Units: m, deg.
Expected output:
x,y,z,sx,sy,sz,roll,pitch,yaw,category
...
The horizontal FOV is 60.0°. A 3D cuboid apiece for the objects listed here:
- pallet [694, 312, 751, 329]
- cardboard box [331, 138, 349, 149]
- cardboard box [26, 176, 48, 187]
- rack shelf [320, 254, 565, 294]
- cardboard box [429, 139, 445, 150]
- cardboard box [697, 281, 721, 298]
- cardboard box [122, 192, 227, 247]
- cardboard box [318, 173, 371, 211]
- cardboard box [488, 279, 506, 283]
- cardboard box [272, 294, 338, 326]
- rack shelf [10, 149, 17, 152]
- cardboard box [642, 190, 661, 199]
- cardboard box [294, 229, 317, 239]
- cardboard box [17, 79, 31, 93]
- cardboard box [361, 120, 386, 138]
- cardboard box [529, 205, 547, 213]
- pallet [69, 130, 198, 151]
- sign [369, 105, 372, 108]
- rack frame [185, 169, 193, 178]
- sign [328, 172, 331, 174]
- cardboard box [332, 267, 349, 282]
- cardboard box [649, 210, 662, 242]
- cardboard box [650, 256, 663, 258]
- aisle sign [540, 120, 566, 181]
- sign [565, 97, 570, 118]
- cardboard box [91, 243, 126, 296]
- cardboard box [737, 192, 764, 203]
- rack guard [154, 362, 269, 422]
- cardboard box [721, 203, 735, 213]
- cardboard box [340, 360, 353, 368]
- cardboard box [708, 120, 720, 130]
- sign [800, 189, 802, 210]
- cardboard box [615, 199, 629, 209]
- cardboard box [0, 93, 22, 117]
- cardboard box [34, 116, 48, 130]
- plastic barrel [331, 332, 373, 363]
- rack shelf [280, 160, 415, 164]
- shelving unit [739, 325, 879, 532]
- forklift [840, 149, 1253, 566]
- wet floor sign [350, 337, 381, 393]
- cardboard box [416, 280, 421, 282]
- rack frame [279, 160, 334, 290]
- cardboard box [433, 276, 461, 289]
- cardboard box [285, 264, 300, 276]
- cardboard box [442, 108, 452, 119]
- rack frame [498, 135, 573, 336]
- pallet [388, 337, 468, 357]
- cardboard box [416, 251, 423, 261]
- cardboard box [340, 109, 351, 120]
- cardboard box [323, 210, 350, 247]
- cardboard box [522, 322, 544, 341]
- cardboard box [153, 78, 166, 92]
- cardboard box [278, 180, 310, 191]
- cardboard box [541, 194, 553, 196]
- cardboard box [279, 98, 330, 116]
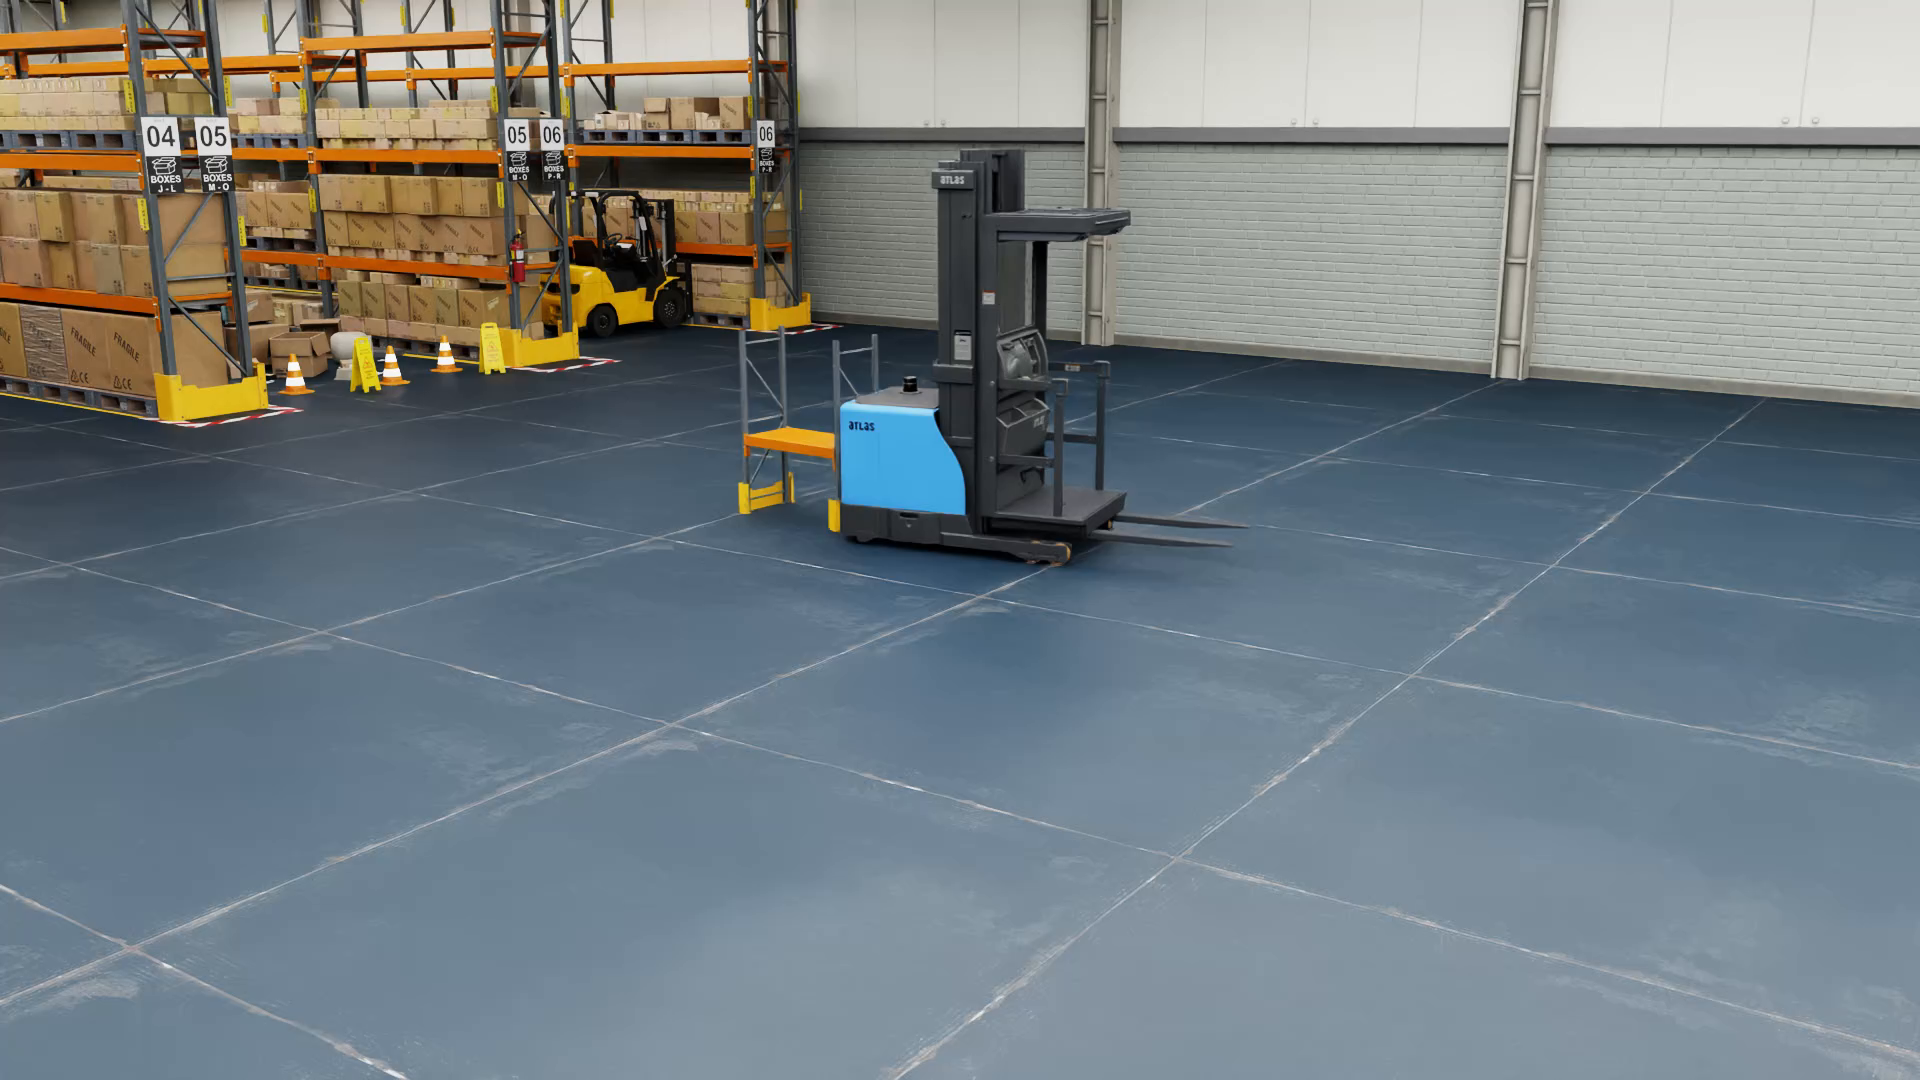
x,y,z,sx,sy,sz,roll,pitch,yaw,category
-3.535,-3.605,26.946,1.213,0.211,1.003,9,17,33,pallet
-8.657,-5.607,23.511,0.250,0.149,0.380,9,17,33,cardboard box
-15.397,-5.901,28.129,0.500,0.500,0.500,9,17,33,cardboard box
-7.304,-3.793,23.400,4.000,0.370,1.077,9,17,33,rack shelf
-6.929,-5.341,22.435,0.250,0.149,0.380,9,17,32,cardboard box
-3.866,-4.048,26.742,0.500,0.250,0.500,9,17,32,cardboard box
-8.610,-3.528,18.273,0.550,0.550,0.875,9,17,33,cardboard box
-8.719,-4.986,23.816,0.500,0.500,0.700,9,17,32,cardboard box
-7.900,-4.725,29.738,0.625,0.625,0.875,8,16,31,cardboard box
-9.999,-3.504,25.331,0.625,0.372,0.950,10,17,36,cardboard box
-17.261,-6.858,29.540,4.000,0.370,1.077,9,17,33,rack shelf
-4.984,-5.649,27.226,0.250,0.149,0.380,9,17,33,cardboard box
-9.545,-4.506,24.433,0.250,0.149,0.380,9,17,34,cardboard box
-10.268,-5.063,18.572,0.250,0.149,0.380,9,17,33,cardboard box
-7.910,-5.687,23.006,0.500,0.250,0.500,9,17,33,cardboard box
-7.177,-5.653,28.688,0.500,0.250,0.500,9,16,31,cardboard box
-8.945,-4.384,18.232,1.213,0.211,1.003,9,17,33,pallet
-8.667,-6.227,24.416,0.005,0.325,0.100,9,17,33,sign
-16.154,-7.010,34.898,0.127,3.000,1.000,9,17,33,rack frame
-12.528,-7.147,33.041,0.005,0.325,0.100,9,17,33,sign
-11.700,-5.217,31.983,0.500,0.500,0.500,9,16,31,cardboard box
-4.706,-5.132,27.103,0.500,0.500,0.500,9,17,33,cardboard box
-5.251,-4.663,28.184,0.500,0.250,0.500,9,16,32,cardboard box
-5.420,-5.189,22.134,0.004,0.787,0.394,9,17,33,aisle sign
-6.491,-7.151,27.494,0.005,0.325,0.100,9,17,33,sign
-9.125,-3.056,18.615,0.550,0.550,0.875,9,17,33,cardboard box
-3.292,-5.378,26.129,0.250,0.149,0.380,9,17,33,cardboard box
-8.303,-1.657,18.476,0.348,0.500,1.175,9,17,33,rack guard
-3.550,-5.246,26.217,0.250,0.149,0.380,9,17,34,cardboard box
-7.859,-2.263,21.655,0.380,0.149,0.250,-7,15,-25,cardboard box
-3.734,-6.501,26.042,0.250,0.149,0.380,9,16,31,cardboard box
-2.563,-5.433,26.560,0.005,0.325,0.100,9,17,33,sign
-5.468,-5.557,27.471,0.250,0.149,0.380,10,17,34,cardboard box
-10.554,-4.933,18.879,0.500,0.250,0.500,9,16,32,cardboard box
-10.054,-4.642,18.529,0.250,0.149,0.380,9,17,33,cardboard box
-8.203,-2.598,22.439,0.512,0.421,0.421,-4,14,-16,plastic barrel
-11.175,-7.312,31.374,4.000,0.370,1.077,9,17,33,rack shelf
-1.222,-0.927,13.446,1.083,1.500,0.587,11,17,37,shelving unit
0.648,-1.377,12.287,3.031,2.935,1.130,6,15,22,forklift
-7.194,-2.121,20.050,0.232,0.644,0.267,6,15,23,wet floor sign
-7.476,-3.482,23.933,0.500,0.500,0.500,10,17,36,cardboard box
-12.835,-6.473,32.731,0.127,3.000,1.000,9,17,33,rack frame
-7.004,-3.548,22.849,0.250,0.149,0.380,10,17,34,cardboard box
-13.251,-5.508,33.552,0.500,0.311,0.500,10,17,35,cardboard box
-6.686,-5.699,22.222,0.250,0.149,0.380,9,17,33,cardboard box
-5.644,-3.874,22.230,0.127,3.000,1.000,9,17,33,rack frame
-7.370,-2.810,23.736,1.213,0.211,1.003,9,17,33,pallet
-7.332,-3.968,23.134,0.250,0.149,0.380,9,17,33,cardboard box
-8.438,-5.958,23.270,0.250,0.149,0.380,9,16,31,cardboard box
-8.754,-4.489,23.886,0.500,0.500,0.500,9,17,33,cardboard box
-6.159,-2.906,23.170,0.500,0.250,0.500,9,17,32,cardboard box
-8.630,-4.989,18.273,0.250,0.149,0.380,9,17,33,cardboard box
-10.115,-5.381,25.266,0.250,0.149,0.380,10,17,36,cardboard box
-7.184,-6.003,29.271,0.250,0.149,0.380,9,17,33,cardboard box
-9.516,-6.292,24.155,0.500,0.250,0.500,10,17,34,cardboard box
